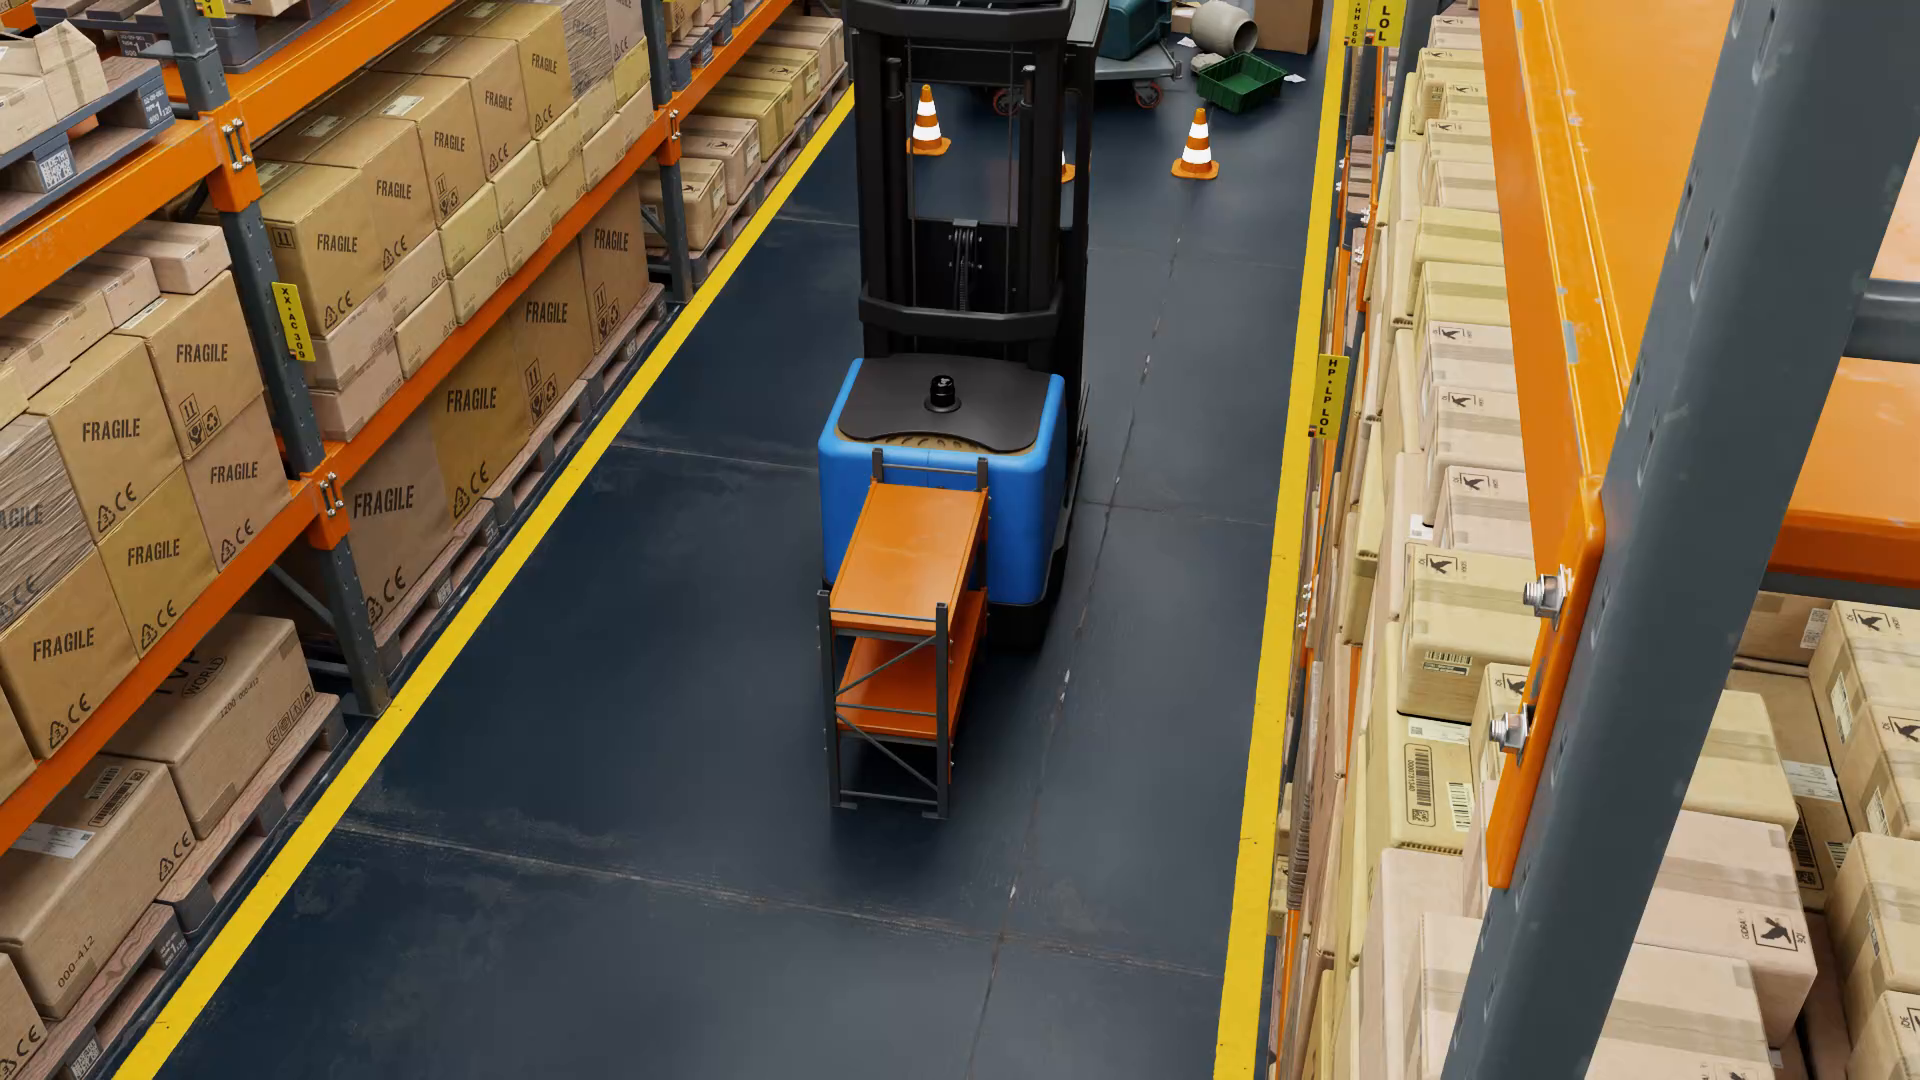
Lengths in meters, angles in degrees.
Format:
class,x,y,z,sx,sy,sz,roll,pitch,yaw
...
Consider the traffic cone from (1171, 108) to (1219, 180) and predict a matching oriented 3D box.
class,x,y,z,sx,sy,sz,roll,pitch,yaw
traffic cone,1.740,-2.926,12.163,0.336,0.463,0.334,7,37,10

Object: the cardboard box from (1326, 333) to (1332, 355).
class,x,y,z,sx,sy,sz,roll,pitch,yaw
cardboard box,2.037,-0.764,8.151,0.500,0.250,0.500,8,37,10

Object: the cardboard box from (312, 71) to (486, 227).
class,x,y,z,sx,sy,sz,roll,pitch,yaw
cardboard box,-2.498,-1.753,7.446,0.500,0.500,0.500,6,36,9

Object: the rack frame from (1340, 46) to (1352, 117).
class,x,y,z,sx,sy,sz,roll,pitch,yaw
rack frame,3.502,-4.533,12.219,1.000,3.000,0.127,7,37,10

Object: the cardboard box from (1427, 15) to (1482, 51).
class,x,y,z,sx,sy,sz,roll,pitch,yaw
cardboard box,1.494,-1.328,4.602,0.380,0.149,0.250,7,36,9

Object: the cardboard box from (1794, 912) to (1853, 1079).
class,x,y,z,sx,sy,sz,roll,pitch,yaw
cardboard box,1.289,0.766,2.054,0.500,0.250,0.500,8,37,11

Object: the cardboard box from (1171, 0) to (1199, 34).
class,x,y,z,sx,sy,sz,roll,pitch,yaw
cardboard box,2.070,-4.642,14.699,0.396,0.266,0.258,14,38,18

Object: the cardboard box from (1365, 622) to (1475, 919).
class,x,y,z,sx,sy,sz,roll,pitch,yaw
cardboard box,0.897,0.401,2.556,0.500,0.250,0.500,6,36,9

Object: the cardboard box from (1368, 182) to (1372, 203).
class,x,y,z,sx,sy,sz,roll,pitch,yaw
cardboard box,2.240,-1.768,8.260,0.380,0.149,0.250,9,37,12

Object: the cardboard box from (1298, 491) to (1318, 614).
class,x,y,z,sx,sy,sz,roll,pitch,yaw
cardboard box,1.815,0.146,7.536,0.500,0.500,0.500,6,36,9

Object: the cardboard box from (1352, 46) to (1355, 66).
class,x,y,z,sx,sy,sz,roll,pitch,yaw
cardboard box,2.696,-3.145,10.218,0.500,0.500,0.500,7,36,9

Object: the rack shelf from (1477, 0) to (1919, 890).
class,x,y,z,sx,sy,sz,roll,pitch,yaw
rack shelf,1.366,-0.936,2.760,1.077,0.370,4.000,7,37,10

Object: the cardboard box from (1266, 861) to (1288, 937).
class,x,y,z,sx,sy,sz,roll,pitch,yaw
cardboard box,1.345,1.359,6.161,0.380,0.149,0.250,8,37,11

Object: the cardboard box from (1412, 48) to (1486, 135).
class,x,y,z,sx,sy,sz,roll,pitch,yaw
cardboard box,1.404,-1.176,4.393,0.380,0.149,0.250,6,36,8

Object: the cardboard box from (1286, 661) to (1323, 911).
class,x,y,z,sx,sy,sz,roll,pitch,yaw
cardboard box,1.200,0.714,4.641,0.500,0.500,0.500,7,36,9

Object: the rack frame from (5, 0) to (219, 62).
class,x,y,z,sx,sy,sz,roll,pitch,yaw
rack frame,-3.064,-2.938,4.906,1.000,3.000,0.127,7,37,10

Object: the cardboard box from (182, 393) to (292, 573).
class,x,y,z,sx,sy,sz,roll,pitch,yaw
cardboard box,-2.914,-0.252,6.226,0.500,0.500,0.500,8,37,10

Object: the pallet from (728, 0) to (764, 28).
class,x,y,z,sx,sy,sz,roll,pitch,yaw
pallet,-1.827,-3.865,11.460,1.003,0.211,1.213,7,37,10

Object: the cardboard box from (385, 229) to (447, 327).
class,x,y,z,sx,sy,sz,roll,pitch,yaw
cardboard box,-2.611,-1.170,7.280,0.500,0.250,0.500,8,37,11

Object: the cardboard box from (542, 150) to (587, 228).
class,x,y,z,sx,sy,sz,roll,pitch,yaw
cardboard box,-2.281,-1.838,8.627,0.500,0.250,0.500,7,37,9

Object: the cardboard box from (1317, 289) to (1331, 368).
class,x,y,z,sx,sy,sz,roll,pitch,yaw
cardboard box,2.247,-1.024,9.149,0.500,0.500,0.500,6,36,8

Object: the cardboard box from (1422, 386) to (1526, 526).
class,x,y,z,sx,sy,sz,roll,pitch,yaw
cardboard box,1.027,-0.129,2.948,0.380,0.149,0.250,8,37,11

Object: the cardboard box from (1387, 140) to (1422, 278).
class,x,y,z,sx,sy,sz,roll,pitch,yaw
cardboard box,1.345,-0.772,4.175,0.500,0.250,0.500,7,37,10

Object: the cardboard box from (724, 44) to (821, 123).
class,x,y,z,sx,sy,sz,roll,pitch,yaw
cardboard box,-1.615,-3.488,12.658,0.950,0.372,0.625,10,37,13

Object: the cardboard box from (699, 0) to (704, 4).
class,x,y,z,sx,sy,sz,roll,pitch,yaw
cardboard box,-1.783,-3.662,10.320,0.500,0.500,0.500,9,37,12

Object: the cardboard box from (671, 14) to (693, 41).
class,x,y,z,sx,sy,sz,roll,pitch,yaw
cardboard box,-1.866,-3.192,10.224,0.380,0.149,0.250,5,36,7

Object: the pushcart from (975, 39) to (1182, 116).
class,x,y,z,sx,sy,sz,roll,pitch,yaw
pushcart,0.883,-3.777,13.409,1.648,0.377,0.936,-5,36,-6

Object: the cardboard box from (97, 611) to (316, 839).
class,x,y,z,sx,sy,sz,roll,pitch,yaw
cardboard box,-3.303,0.705,6.817,0.875,0.438,0.875,7,36,9

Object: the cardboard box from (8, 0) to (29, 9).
class,x,y,z,sx,sy,sz,roll,pitch,yaw
cardboard box,-6.614,-3.873,11.436,0.500,0.250,0.500,7,36,9

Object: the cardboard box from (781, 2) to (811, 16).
class,x,y,z,sx,sy,sz,roll,pitch,yaw
cardboard box,-1.492,-4.525,14.193,0.500,0.250,0.500,9,37,12

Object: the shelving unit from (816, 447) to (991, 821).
class,x,y,z,sx,sy,sz,roll,pitch,yaw
shelving unit,-0.212,0.384,7.032,0.538,1.125,1.048,6,36,8

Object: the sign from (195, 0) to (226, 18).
class,x,y,z,sx,sy,sz,roll,pitch,yaw
sign,-2.522,-1.896,5.517,0.100,0.325,0.005,7,37,10

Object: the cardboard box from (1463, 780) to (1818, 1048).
class,x,y,z,sx,sy,sz,roll,pitch,yaw
cardboard box,0.850,0.470,2.122,0.380,0.149,0.250,8,37,11

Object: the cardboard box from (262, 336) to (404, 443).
class,x,y,z,sx,sy,sz,roll,pitch,yaw
cardboard box,-2.712,-0.668,7.013,0.500,0.250,0.500,6,36,9

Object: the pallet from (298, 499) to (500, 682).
class,x,y,z,sx,sy,sz,roll,pitch,yaw
pallet,-2.973,0.168,8.108,1.003,0.211,1.213,7,37,10

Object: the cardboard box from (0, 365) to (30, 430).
class,x,y,z,sx,sy,sz,roll,pitch,yaw
cardboard box,-3.099,-0.426,5.062,0.380,0.149,0.250,7,37,10

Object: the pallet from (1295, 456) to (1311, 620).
class,x,y,z,sx,sy,sz,roll,pitch,yaw
pallet,2.216,0.034,8.293,1.003,0.211,1.213,7,37,10

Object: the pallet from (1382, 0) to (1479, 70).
class,x,y,z,sx,sy,sz,roll,pitch,yaw
pallet,2.248,-2.021,6.356,1.213,0.211,1.003,7,37,10

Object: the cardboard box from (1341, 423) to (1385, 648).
class,x,y,z,sx,sy,sz,roll,pitch,yaw
cardboard box,1.093,0.015,3.515,0.500,0.250,0.500,9,37,12

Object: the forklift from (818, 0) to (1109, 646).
class,x,y,z,sx,sy,sz,roll,pitch,yaw
forklift,0.101,-1.551,8.163,1.130,2.935,3.031,5,36,7

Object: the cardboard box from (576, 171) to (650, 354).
class,x,y,z,sx,sy,sz,roll,pitch,yaw
cardboard box,-2.439,-1.727,9.799,0.875,0.875,0.875,7,37,10

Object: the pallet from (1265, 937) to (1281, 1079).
class,x,y,z,sx,sy,sz,roll,pitch,yaw
pallet,1.684,1.572,6.171,1.003,0.211,1.213,7,37,10

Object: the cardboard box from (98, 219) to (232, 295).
class,x,y,z,sx,sy,sz,roll,pitch,yaw
cardboard box,-2.819,-1.001,5.855,0.380,0.149,0.250,7,36,9

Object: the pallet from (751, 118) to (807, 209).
class,x,y,z,sx,sy,sz,roll,pitch,yaw
pallet,-1.779,-2.818,12.229,1.003,0.211,1.213,7,37,10

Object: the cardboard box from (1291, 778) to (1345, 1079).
class,x,y,z,sx,sy,sz,roll,pitch,yaw
cardboard box,1.004,0.898,3.535,0.500,0.500,0.500,9,37,12

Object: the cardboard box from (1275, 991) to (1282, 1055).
class,x,y,z,sx,sy,sz,roll,pitch,yaw
cardboard box,1.227,1.558,5.379,0.380,0.149,0.250,8,37,11

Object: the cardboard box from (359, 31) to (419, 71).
class,x,y,z,sx,sy,sz,roll,pitch,yaw
cardboard box,-2.887,-2.126,7.961,0.500,0.500,0.500,8,37,11

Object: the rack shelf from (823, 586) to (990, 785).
class,x,y,z,sx,sy,sz,roll,pitch,yaw
rack shelf,-0.212,0.582,7.175,0.538,0.278,1.000,6,36,8

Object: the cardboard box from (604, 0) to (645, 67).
class,x,y,z,sx,sy,sz,roll,pitch,yaw
cardboard box,-2.065,-2.918,9.054,0.500,0.500,0.500,6,36,9

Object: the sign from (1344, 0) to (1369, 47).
class,x,y,z,sx,sy,sz,roll,pitch,yaw
sign,2.105,-2.776,8.808,0.100,0.325,0.005,7,37,10

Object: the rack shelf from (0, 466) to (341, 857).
class,x,y,z,sx,sy,sz,roll,pitch,yaw
rack shelf,-3.491,0.929,5.296,1.077,0.370,4.000,7,37,10

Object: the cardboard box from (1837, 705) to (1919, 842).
class,x,y,z,sx,sy,sz,roll,pitch,yaw
cardboard box,1.432,0.381,2.244,0.380,0.149,0.250,7,37,10

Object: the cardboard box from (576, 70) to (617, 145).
class,x,y,z,sx,sy,sz,roll,pitch,yaw
cardboard box,-2.171,-2.340,8.895,0.500,0.250,0.500,6,36,9

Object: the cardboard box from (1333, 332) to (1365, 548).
class,x,y,z,sx,sy,sz,roll,pitch,yaw
cardboard box,1.459,-0.284,5.166,0.500,0.500,0.500,8,37,11
